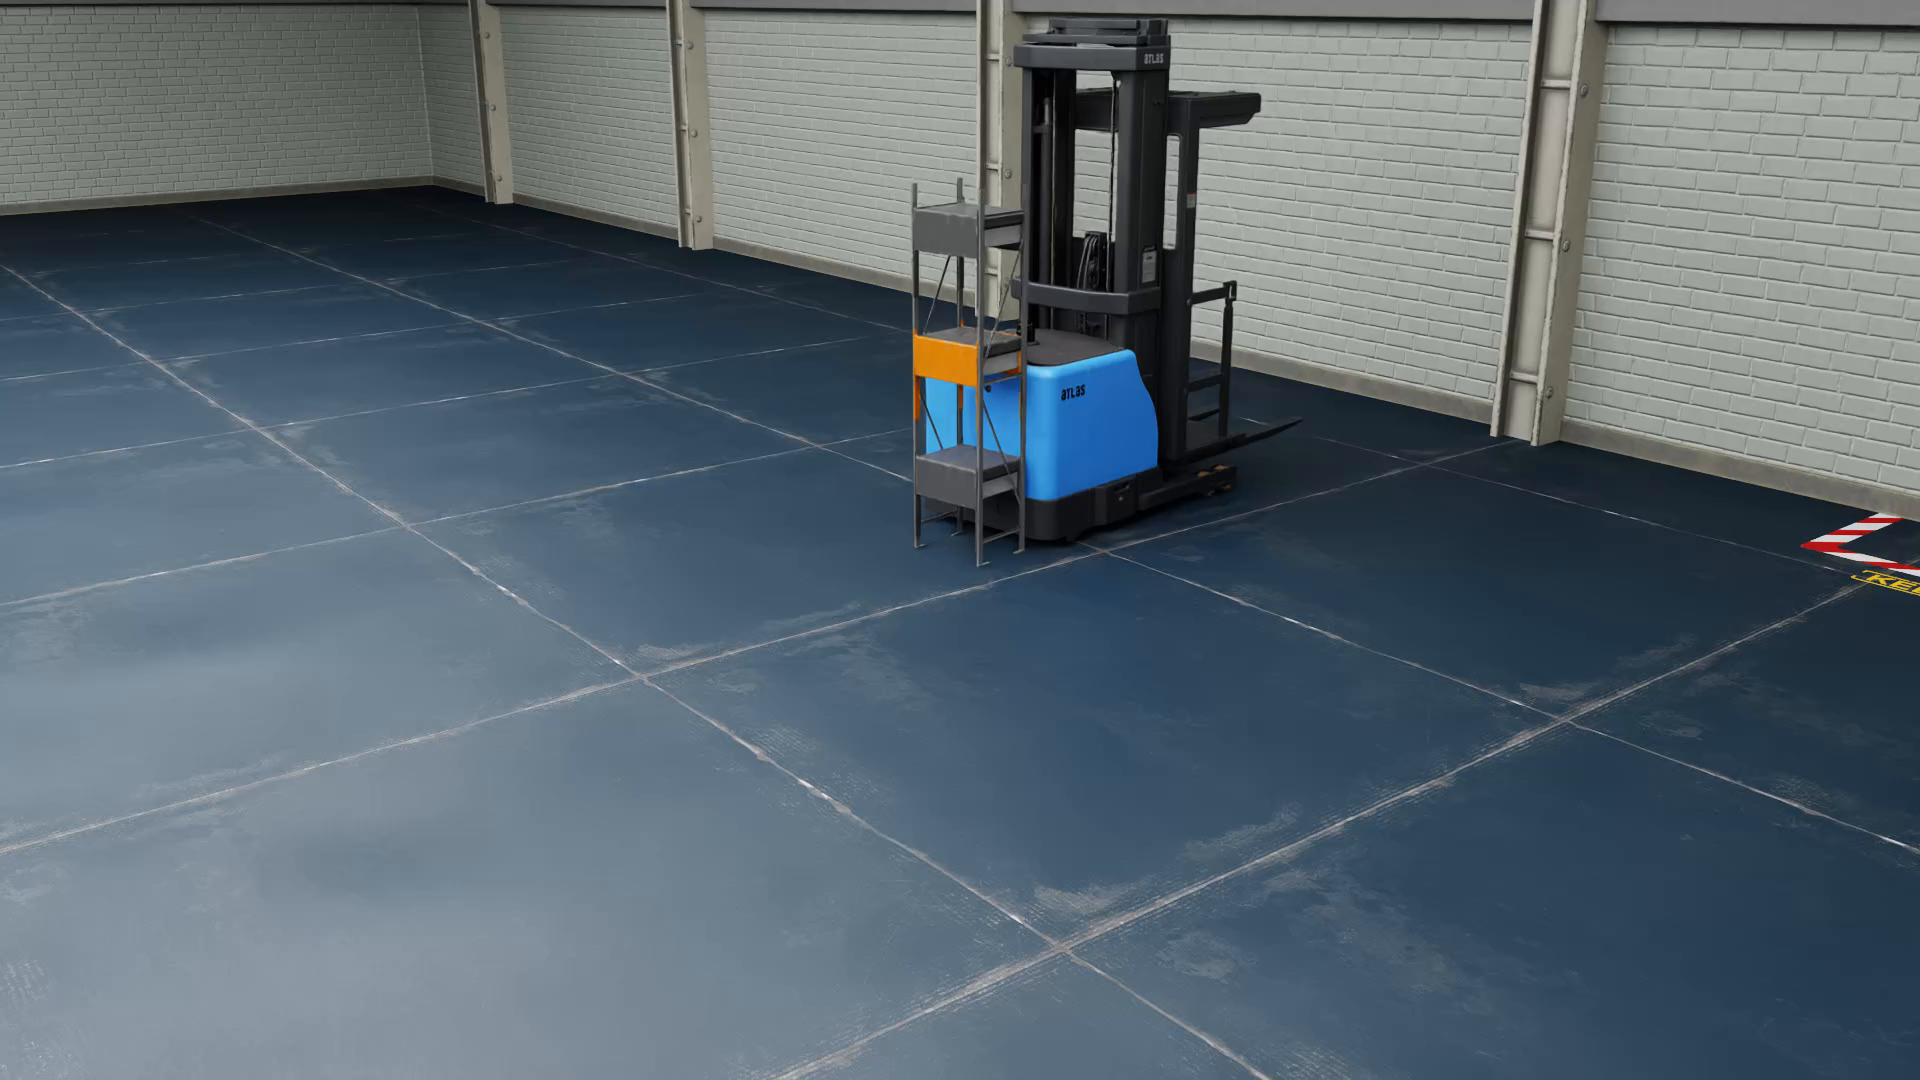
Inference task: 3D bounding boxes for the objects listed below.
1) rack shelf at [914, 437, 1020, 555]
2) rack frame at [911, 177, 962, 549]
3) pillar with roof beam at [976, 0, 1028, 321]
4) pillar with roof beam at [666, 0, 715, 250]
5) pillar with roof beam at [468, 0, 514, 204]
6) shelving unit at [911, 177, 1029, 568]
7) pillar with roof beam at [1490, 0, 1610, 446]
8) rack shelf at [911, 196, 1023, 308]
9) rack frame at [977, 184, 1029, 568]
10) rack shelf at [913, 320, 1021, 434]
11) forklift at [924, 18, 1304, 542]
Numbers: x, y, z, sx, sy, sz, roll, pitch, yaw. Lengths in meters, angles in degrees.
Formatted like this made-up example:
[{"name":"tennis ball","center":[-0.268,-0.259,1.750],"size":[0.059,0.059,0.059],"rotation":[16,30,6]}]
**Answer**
[{"name":"rack shelf","center":[0.055,-0.261,9.579],"size":[0.480,0.518,0.431],"rotation":[16,24,40]},{"name":"rack frame","center":[-0.126,-0.990,9.511],"size":[0.015,2.100,0.400],"rotation":[16,24,40]},{"name":"pillar with roof beam","center":[-2.978,-5.659,12.637],"size":[9.100,9.000,0.400],"rotation":[-14,23,-36]},{"name":"pillar with roof beam","center":[-6.703,-7.138,17.102],"size":[9.100,9.000,0.400],"rotation":[-14,23,-36]},{"name":"pillar with roof beam","center":[-10.429,-8.616,21.567],"size":[9.100,9.000,0.400],"rotation":[-14,23,-36]},{"name":"shelving unit","center":[0.054,-0.938,9.355],"size":[0.503,2.100,0.431],"rotation":[16,24,40]},{"name":"pillar with roof beam","center":[0.747,-4.181,8.172],"size":[9.100,9.000,0.400],"rotation":[-14,23,-36]},{"name":"rack shelf","center":[0.054,-1.590,9.139],"size":[0.480,0.518,0.431],"rotation":[16,24,40]},{"name":"rack frame","center":[0.235,-0.886,9.199],"size":[0.015,2.100,0.400],"rotation":[16,24,40]},{"name":"rack shelf","center":[0.054,-0.925,9.359],"size":[0.480,0.518,0.431],"rotation":[16,24,40]},{"name":"forklift","center":[1.154,-1.765,10.529],"size":[1.130,2.935,3.031],"rotation":[16,24,41]}]
